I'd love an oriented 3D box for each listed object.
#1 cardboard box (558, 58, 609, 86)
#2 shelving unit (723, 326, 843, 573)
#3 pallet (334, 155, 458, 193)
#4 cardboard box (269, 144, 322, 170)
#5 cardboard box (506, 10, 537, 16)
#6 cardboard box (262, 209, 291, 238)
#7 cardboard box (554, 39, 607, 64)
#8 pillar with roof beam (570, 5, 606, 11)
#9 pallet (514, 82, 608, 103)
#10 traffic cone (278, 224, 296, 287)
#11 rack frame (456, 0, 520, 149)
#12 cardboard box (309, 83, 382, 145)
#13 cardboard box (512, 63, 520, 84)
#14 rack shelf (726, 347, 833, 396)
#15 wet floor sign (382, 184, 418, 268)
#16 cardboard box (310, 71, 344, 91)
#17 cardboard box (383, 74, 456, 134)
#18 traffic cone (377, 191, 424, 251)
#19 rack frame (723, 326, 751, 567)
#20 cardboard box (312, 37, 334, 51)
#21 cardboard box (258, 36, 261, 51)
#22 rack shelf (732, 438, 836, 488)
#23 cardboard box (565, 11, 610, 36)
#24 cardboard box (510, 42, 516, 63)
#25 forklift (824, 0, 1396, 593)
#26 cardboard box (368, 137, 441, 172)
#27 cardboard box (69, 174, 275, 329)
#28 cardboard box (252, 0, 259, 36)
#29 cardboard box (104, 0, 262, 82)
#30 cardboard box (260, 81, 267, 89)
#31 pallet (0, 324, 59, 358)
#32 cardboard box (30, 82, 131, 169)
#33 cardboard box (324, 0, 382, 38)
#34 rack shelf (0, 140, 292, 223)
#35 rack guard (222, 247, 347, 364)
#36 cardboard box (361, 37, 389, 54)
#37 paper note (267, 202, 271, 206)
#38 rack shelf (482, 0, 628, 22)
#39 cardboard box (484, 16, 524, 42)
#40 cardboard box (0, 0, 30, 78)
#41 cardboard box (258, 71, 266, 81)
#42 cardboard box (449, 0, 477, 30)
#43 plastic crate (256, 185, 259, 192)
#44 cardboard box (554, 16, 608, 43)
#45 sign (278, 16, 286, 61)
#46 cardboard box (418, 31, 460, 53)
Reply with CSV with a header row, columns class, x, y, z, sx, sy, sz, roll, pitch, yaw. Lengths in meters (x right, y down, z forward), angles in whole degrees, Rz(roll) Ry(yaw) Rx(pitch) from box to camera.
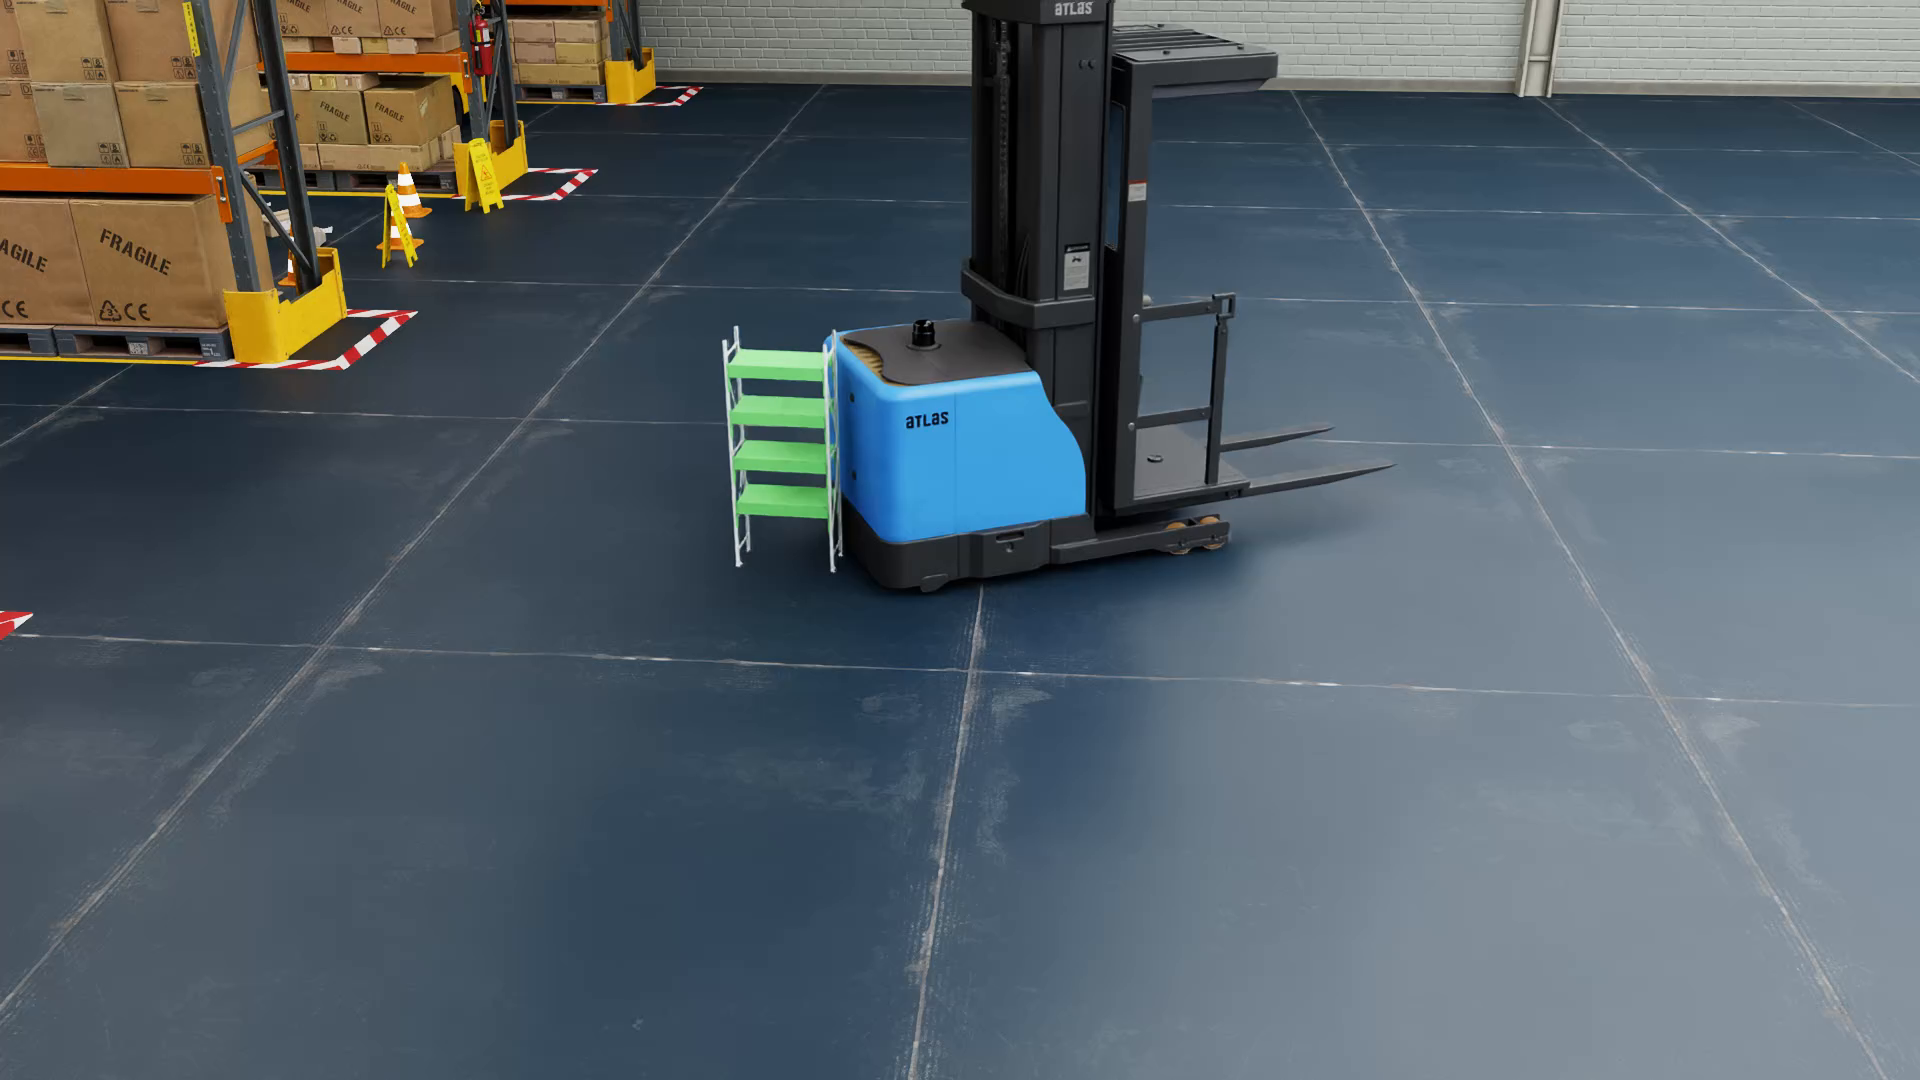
class,x,y,z,sx,sy,sz,roll,pitch,yaw
cardboard box,-4.632,-5.776,20.501,0.500,0.250,0.500,2,25,4
shelving unit,-0.871,-0.443,8.278,0.503,1.200,0.258,3,25,7
pallet,-5.399,-3.658,16.448,1.213,0.211,1.003,2,25,4
cardboard box,-6.380,-3.771,16.145,0.500,0.250,0.500,1,25,2
cardboard box,-5.601,-6.476,20.826,0.500,0.250,0.500,2,25,4
cardboard box,-5.977,-2.787,14.628,0.250,0.149,0.380,16,29,31
cardboard box,-4.649,-6.005,20.400,0.500,0.250,0.500,2,25,3
pillar with roof beam,-5.094,-8.280,15.978,0.400,9.000,9.100,2,25,4
pallet,-4.905,-5.691,20.865,1.213,0.211,1.003,2,25,4
traffic cone,-5.215,-2.272,13.134,0.334,0.463,0.336,2,25,4
rack frame,-4.516,-4.882,15.771,0.127,3.000,1.000,2,25,4
cardboard box,-5.855,-4.096,15.954,0.500,0.500,0.500,3,25,6
cardboard box,-5.625,-5.815,20.587,0.500,0.250,0.500,2,25,5
rack shelf,-0.871,-0.821,8.104,0.480,0.148,0.258,3,25,7
wet floor sign,-4.614,-2.570,13.564,0.232,0.644,0.267,-2,25,-5
cardboard box,-5.956,-4.369,15.770,0.250,0.149,0.380,2,25,5
cardboard box,-5.323,-4.306,16.409,0.500,0.500,0.500,1,25,2
traffic cone,-4.789,-2.732,14.133,0.334,0.463,0.336,2,25,4
rack frame,-1.113,-0.457,8.307,0.015,1.200,0.240,3,25,7
cardboard box,-5.924,-4.732,15.746,0.250,0.149,0.380,2,25,5
cardboard box,-6.686,-4.711,15.699,0.250,0.149,0.380,2,25,4
rack shelf,-0.871,-0.385,8.305,0.480,0.148,0.258,3,25,7
cardboard box,-4.604,-6.441,20.750,0.500,0.250,0.500,1,25,3
cardboard box,-5.664,-6.033,20.462,0.500,0.250,0.500,1,25,3
forklift,0.862,-1.449,8.392,3.031,2.935,1.130,-9,26,-19
cardboard box,-5.366,-3.738,16.072,0.500,0.250,0.500,2,25,4
cardboard box,-5.475,-2.035,11.624,0.875,0.875,0.875,2,25,4
cardboard box,-6.579,-5.024,15.605,0.500,0.500,0.500,2,25,5
cardboard box,-5.161,-3.402,11.084,0.550,0.550,0.875,2,25,4
cardboard box,-6.885,-4.131,16.029,0.500,0.500,0.500,3,25,7
pallet,-6.810,-1.582,11.935,1.213,0.211,1.003,2,25,4
cardboard box,-5.718,-2.885,11.252,0.550,0.550,0.875,2,25,4
cardboard box,-5.577,-4.983,15.515,0.500,0.500,0.500,2,25,4
rack shelf,-6.788,-2.553,11.570,4.000,0.370,1.077,2,25,4
rack guard,-4.770,-1.679,11.801,0.348,0.500,1.175,2,25,4
cardboard box,-5.420,-4.669,15.610,0.250,0.149,0.380,1,25,3
paper note,-6.508,-3.121,15.496,0.148,0.019,0.142,-7,26,-14
rack shelf,-6.134,-6.688,20.557,4.000,0.370,1.077,2,25,4
cardboard box,-5.636,-6.257,20.351,0.500,0.250,0.500,2,25,5
cardboard box,-6.264,-3.456,11.201,0.550,0.550,0.875,2,25,4
cardboard box,-6.878,-4.354,16.513,0.500,0.500,0.500,3,25,7
cardboard box,-4.967,-5.193,15.972,0.500,0.500,0.500,1,25,3
plastic crate,-7.001,-3.291,15.807,0.583,0.080,0.402,-7,26,-14
cardboard box,-4.623,-6.231,20.295,0.500,0.250,0.500,3,25,6
sign,-4.746,-3.476,11.585,0.005,0.325,0.100,2,25,4
cardboard box,-4.905,-4.690,15.656,0.250,0.149,0.380,3,25,6
